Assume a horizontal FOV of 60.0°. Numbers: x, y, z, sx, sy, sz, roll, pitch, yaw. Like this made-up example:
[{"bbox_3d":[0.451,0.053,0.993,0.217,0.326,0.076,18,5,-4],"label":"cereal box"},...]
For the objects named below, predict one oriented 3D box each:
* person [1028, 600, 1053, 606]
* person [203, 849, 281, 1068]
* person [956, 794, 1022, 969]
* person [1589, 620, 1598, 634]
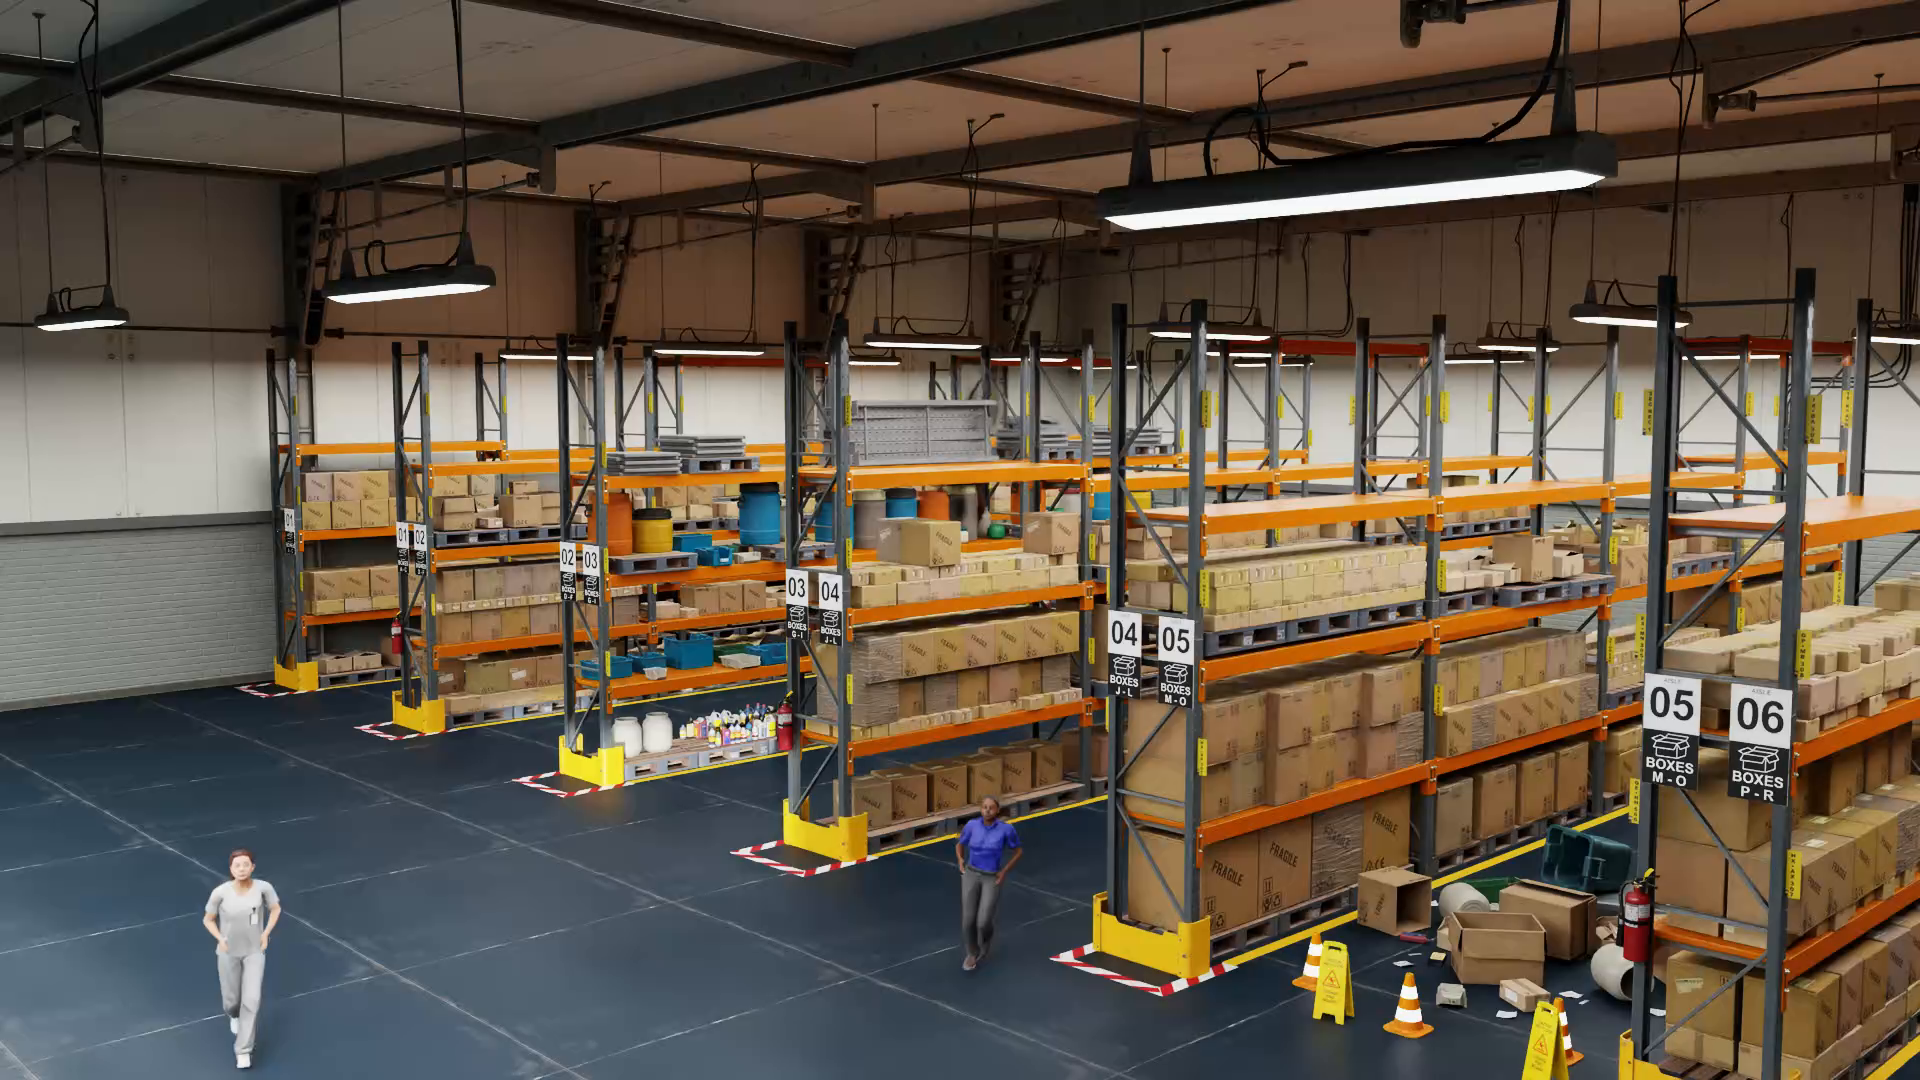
[{"bbox_3d":[1.507,1.488,32.384,0.686,1.721,0.597,4,6,35],"label":"person"},{"bbox_3d":[-5.605,3.216,13.016,0.563,1.643,0.752,-2,5,-25],"label":"person"},{"bbox_3d":[0.233,3.079,14.962,0.598,1.603,0.586,1,5,16],"label":"person"},{"bbox_3d":[9.790,2.071,25.398,0.989,1.823,0.698,-5,7,-42],"label":"person"}]
